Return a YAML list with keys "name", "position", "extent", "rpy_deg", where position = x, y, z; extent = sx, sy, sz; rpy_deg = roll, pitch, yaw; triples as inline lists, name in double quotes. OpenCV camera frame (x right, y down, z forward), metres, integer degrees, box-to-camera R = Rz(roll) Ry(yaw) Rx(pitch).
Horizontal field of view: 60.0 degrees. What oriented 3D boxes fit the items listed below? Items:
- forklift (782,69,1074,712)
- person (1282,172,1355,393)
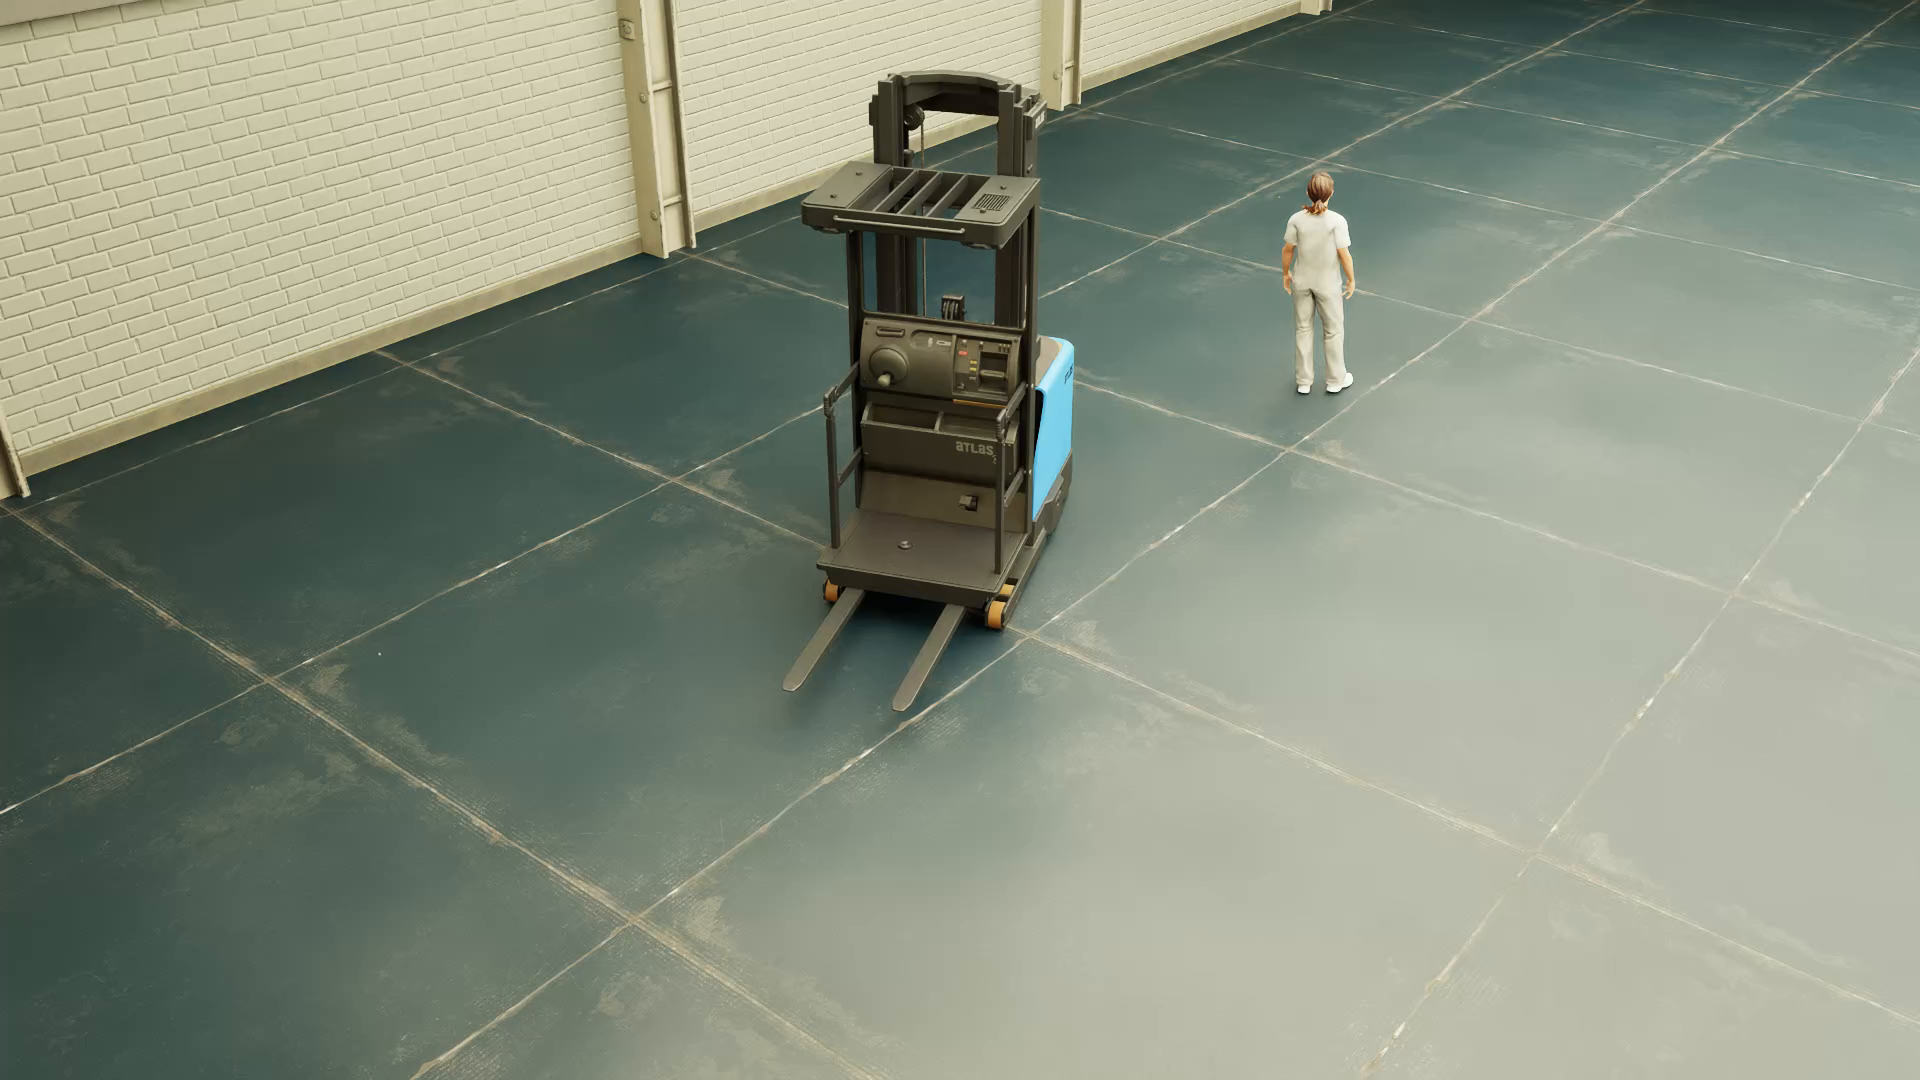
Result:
- name: "forklift"
  position: [-0.176, -0.972, 9.258]
  extent: [1.130, 2.935, 3.031]
  rpy_deg: [9, 31, 14]
- name: "person"
  position: [2.604, -1.866, 12.019]
  extent: [0.549, 1.674, 0.548]
  rpy_deg: [15, 33, 24]
